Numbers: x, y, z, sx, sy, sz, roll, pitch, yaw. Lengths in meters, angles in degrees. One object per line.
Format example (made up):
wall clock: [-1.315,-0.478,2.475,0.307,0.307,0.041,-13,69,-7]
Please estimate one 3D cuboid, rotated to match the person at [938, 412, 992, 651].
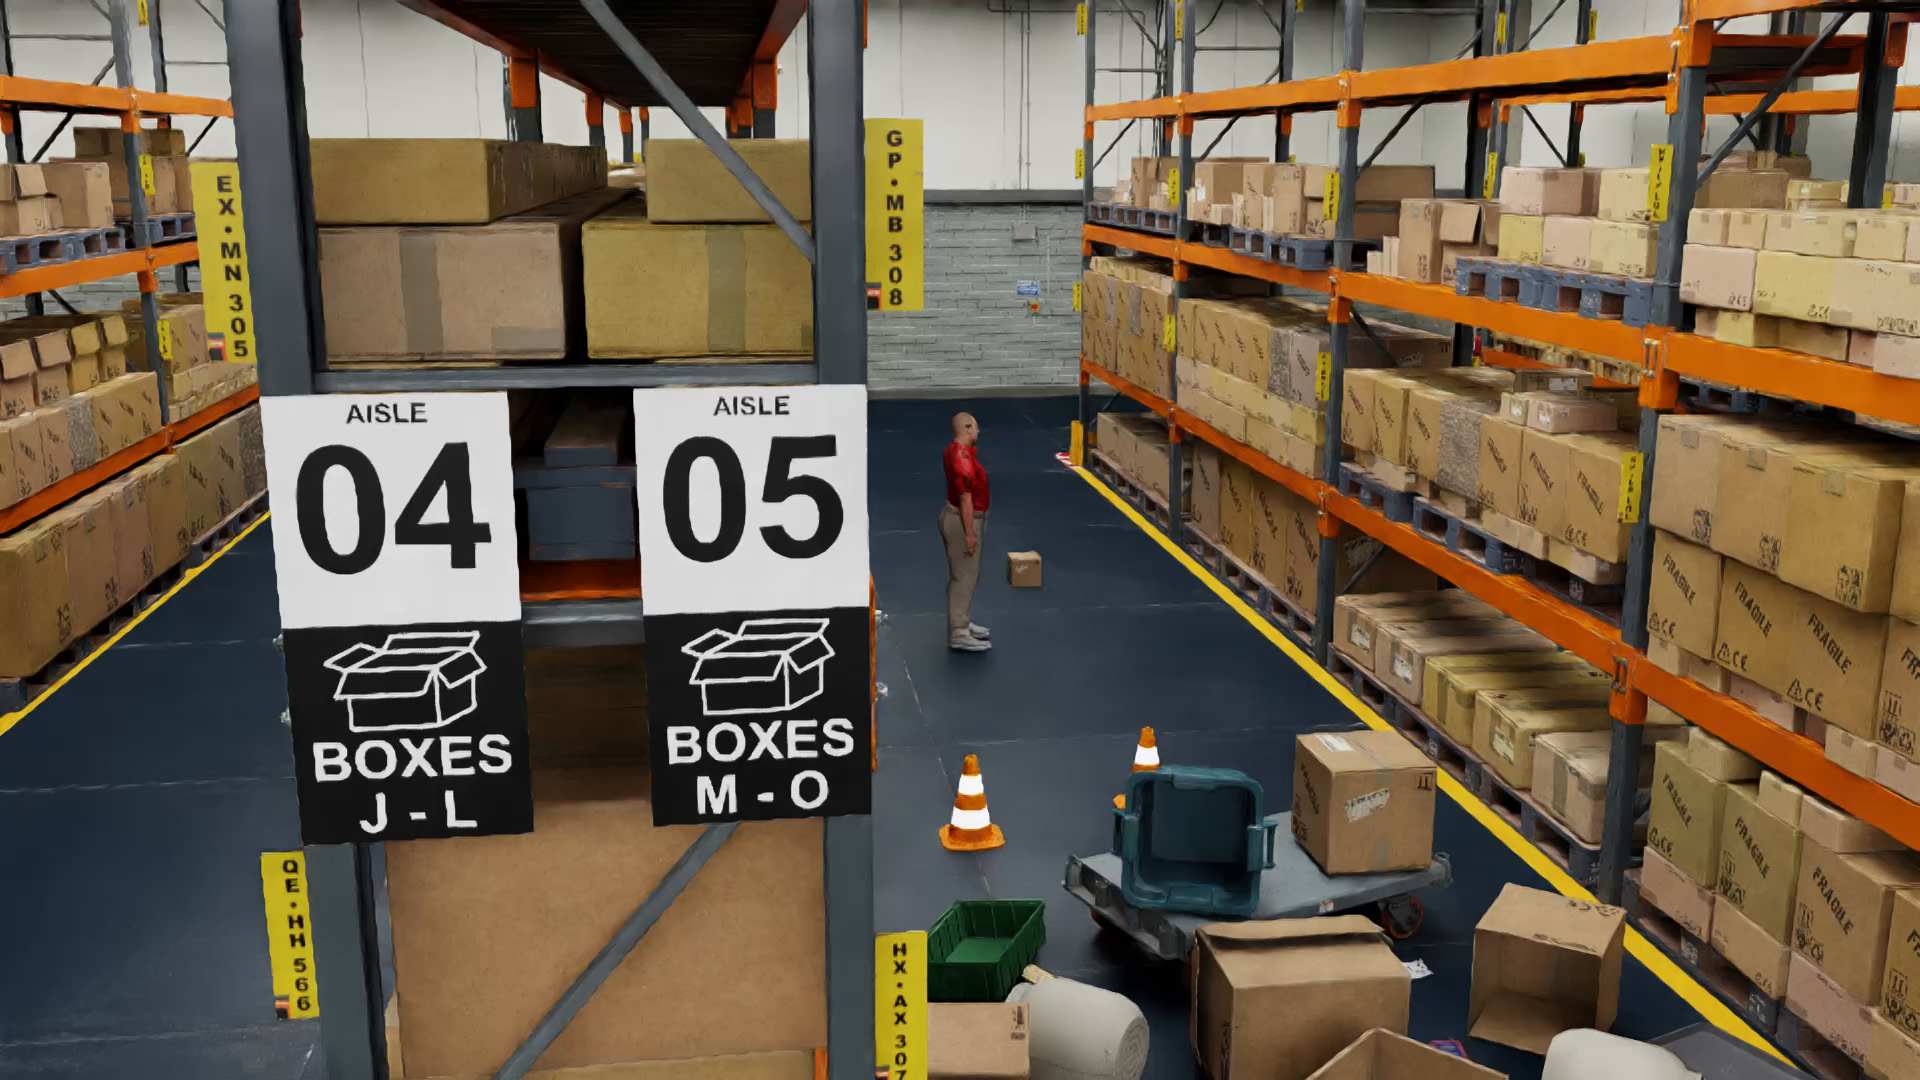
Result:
person: [0.050,-0.086,12.300,0.396,1.734,0.570,-2,13,-10]
